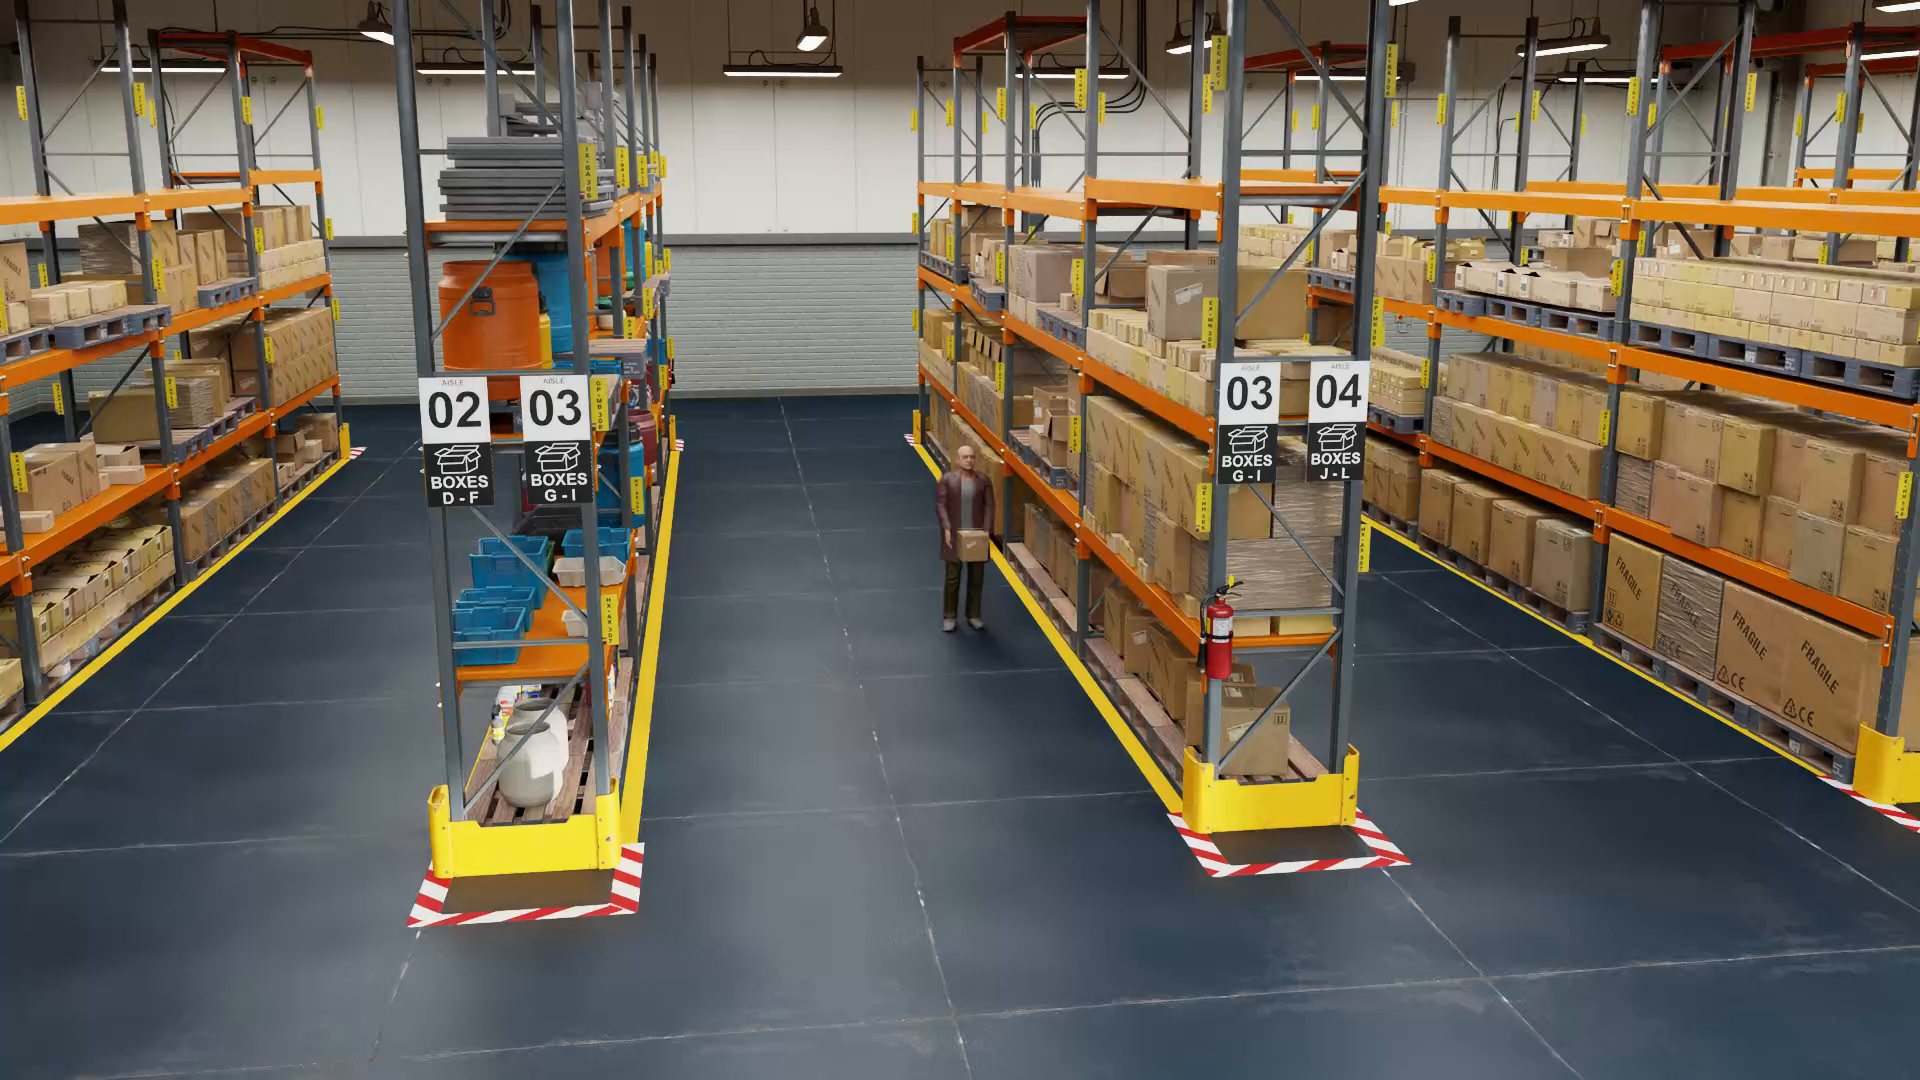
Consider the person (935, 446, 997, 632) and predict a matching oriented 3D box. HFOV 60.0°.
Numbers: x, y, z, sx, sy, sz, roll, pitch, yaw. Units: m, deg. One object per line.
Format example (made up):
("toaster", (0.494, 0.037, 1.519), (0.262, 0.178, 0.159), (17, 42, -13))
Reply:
("person", (0.068, -0.010, 16.067), (0.600, 1.787, 0.468), (-2, 13, -8))
